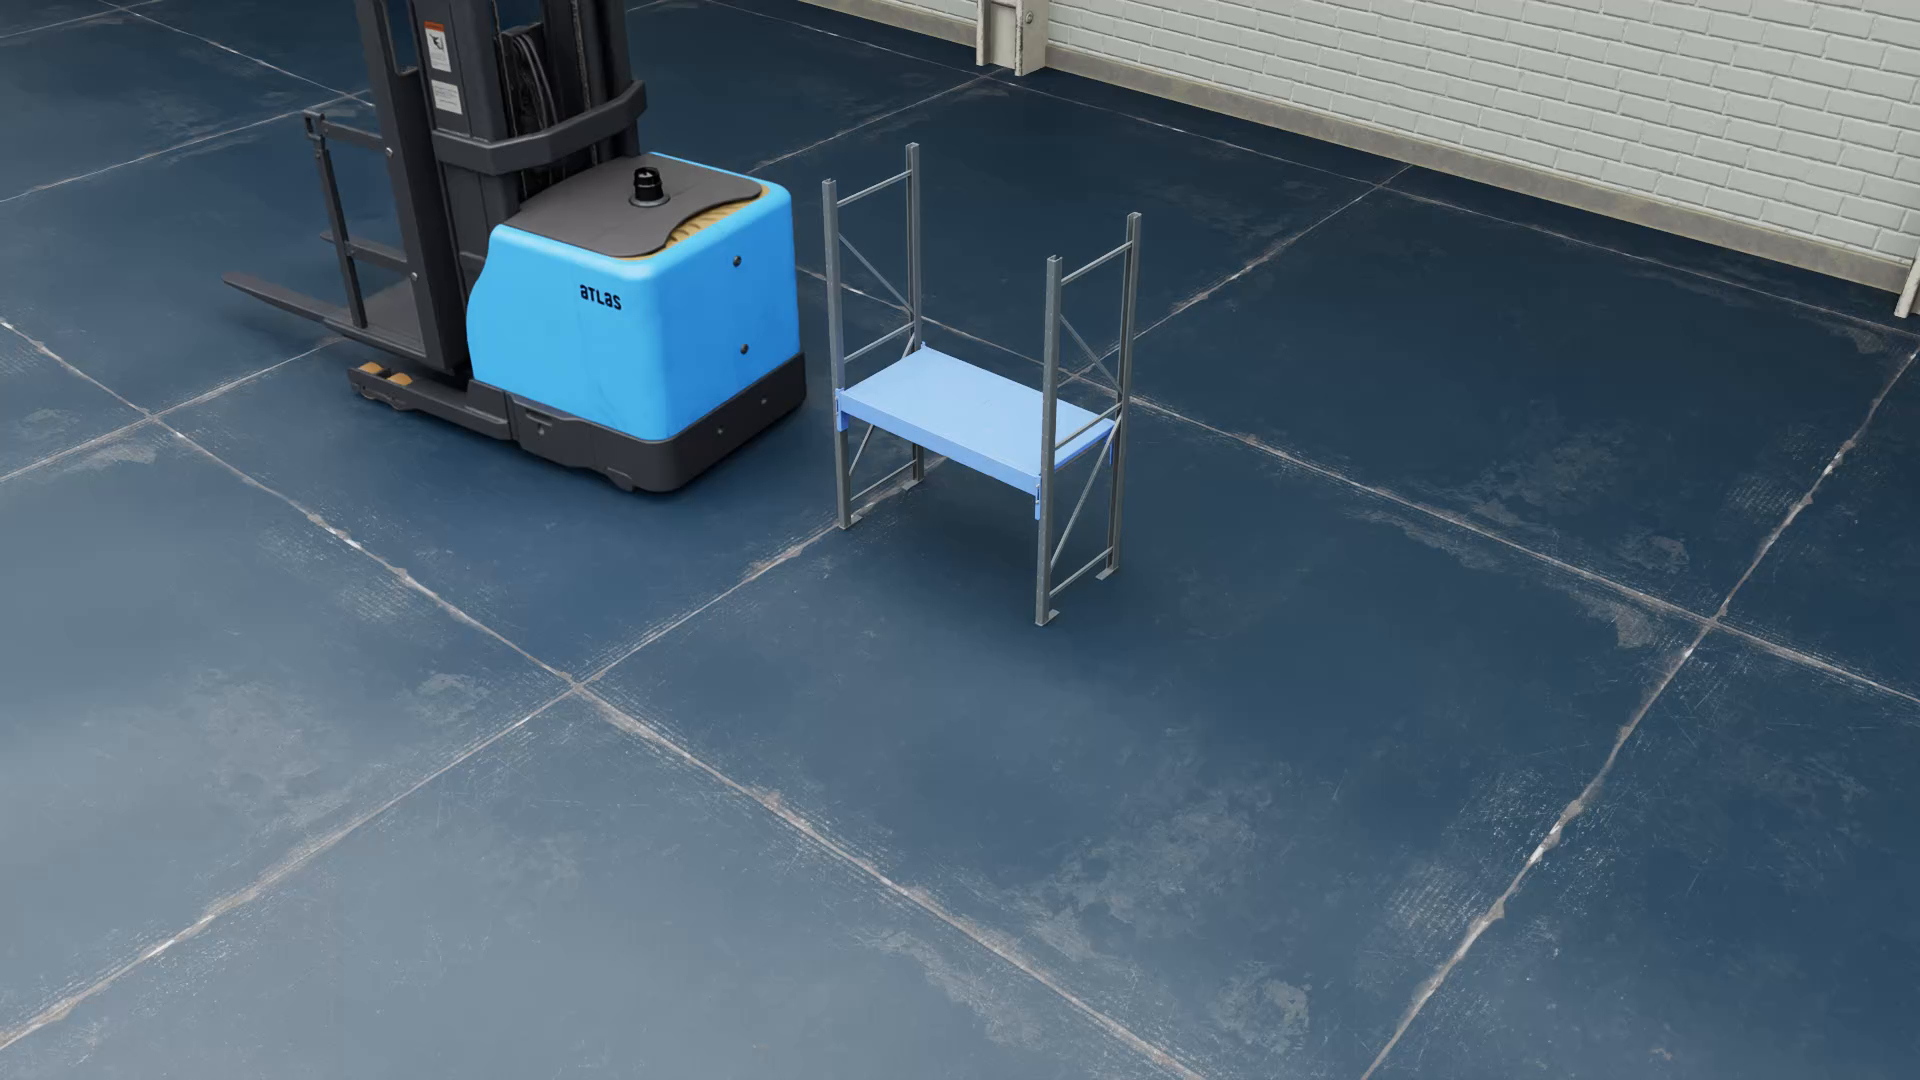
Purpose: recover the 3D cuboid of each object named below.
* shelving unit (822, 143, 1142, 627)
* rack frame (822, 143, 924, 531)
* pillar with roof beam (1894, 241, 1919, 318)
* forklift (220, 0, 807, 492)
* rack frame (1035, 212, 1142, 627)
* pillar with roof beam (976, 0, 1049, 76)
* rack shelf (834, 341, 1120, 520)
[{"bbox_3d":[0.066,-0.587,6.280,1.048,1.500,0.538,25,42,32],"label":"shelving unit"},{"bbox_3d":[-0.325,-0.771,6.549,0.032,1.500,0.500,25,42,32],"label":"rack frame"},{"bbox_3d":[2.217,-2.970,3.126,0.400,9.000,9.100,25,42,32],"label":"pillar with roof beam"},{"bbox_3d":[-2.220,-2.033,7.122,3.031,2.935,1.130,20,39,26],"label":"forklift"},{"bbox_3d":[0.456,-0.403,6.012,0.032,1.500,0.500,25,42,32],"label":"rack frame"},{"bbox_3d":[-2.394,-5.144,6.291,0.400,9.000,9.100,25,42,32],"label":"pillar with roof beam"},{"bbox_3d":[0.066,-0.439,6.382,1.000,0.185,0.538,25,42,32],"label":"rack shelf"}]
